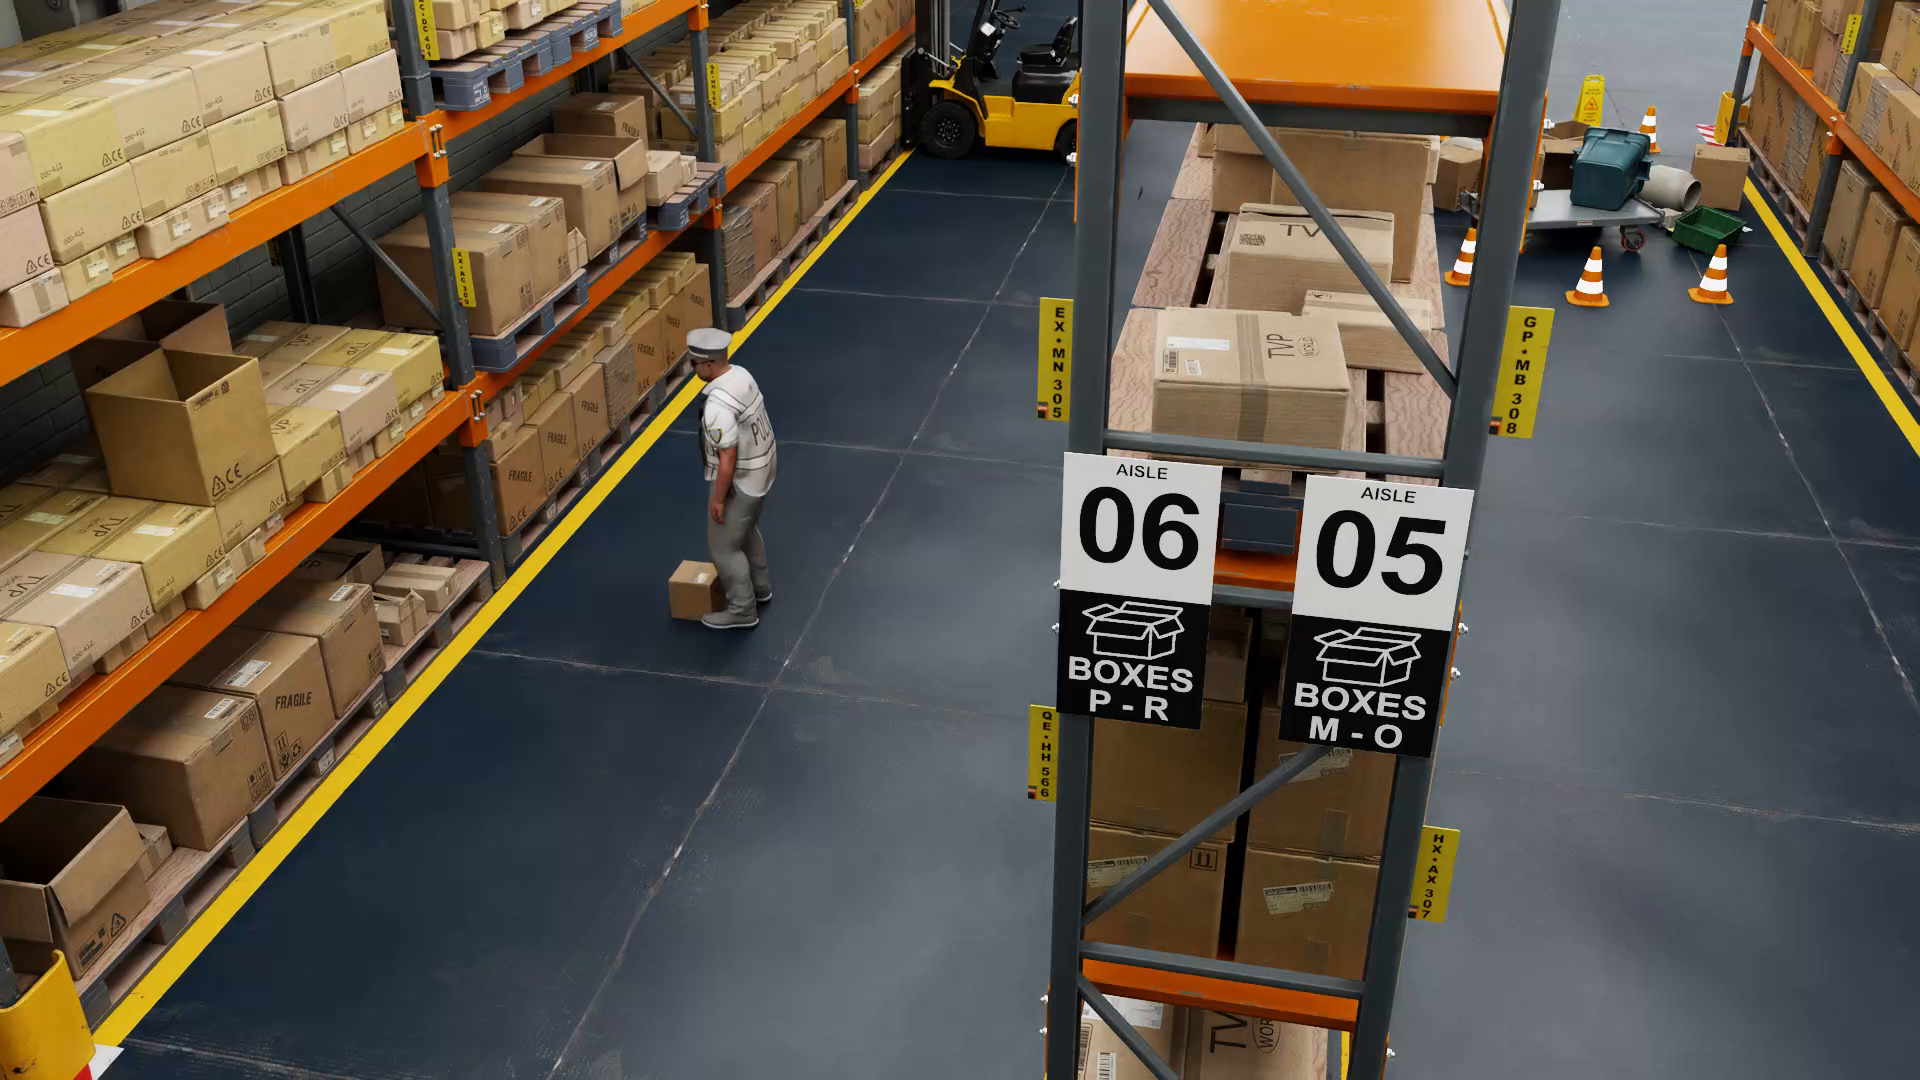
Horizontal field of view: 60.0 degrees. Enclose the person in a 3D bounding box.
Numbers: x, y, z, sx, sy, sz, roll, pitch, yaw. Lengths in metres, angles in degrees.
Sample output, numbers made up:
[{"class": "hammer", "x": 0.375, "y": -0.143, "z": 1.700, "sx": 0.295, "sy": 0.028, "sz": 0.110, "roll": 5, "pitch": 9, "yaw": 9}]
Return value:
[{"class": "person", "x": -1.245, "y": -0.336, "z": 9.231, "sx": 0.439, "sy": 1.746, "sz": 0.591, "roll": 5, "pitch": 29, "yaw": 8}]
